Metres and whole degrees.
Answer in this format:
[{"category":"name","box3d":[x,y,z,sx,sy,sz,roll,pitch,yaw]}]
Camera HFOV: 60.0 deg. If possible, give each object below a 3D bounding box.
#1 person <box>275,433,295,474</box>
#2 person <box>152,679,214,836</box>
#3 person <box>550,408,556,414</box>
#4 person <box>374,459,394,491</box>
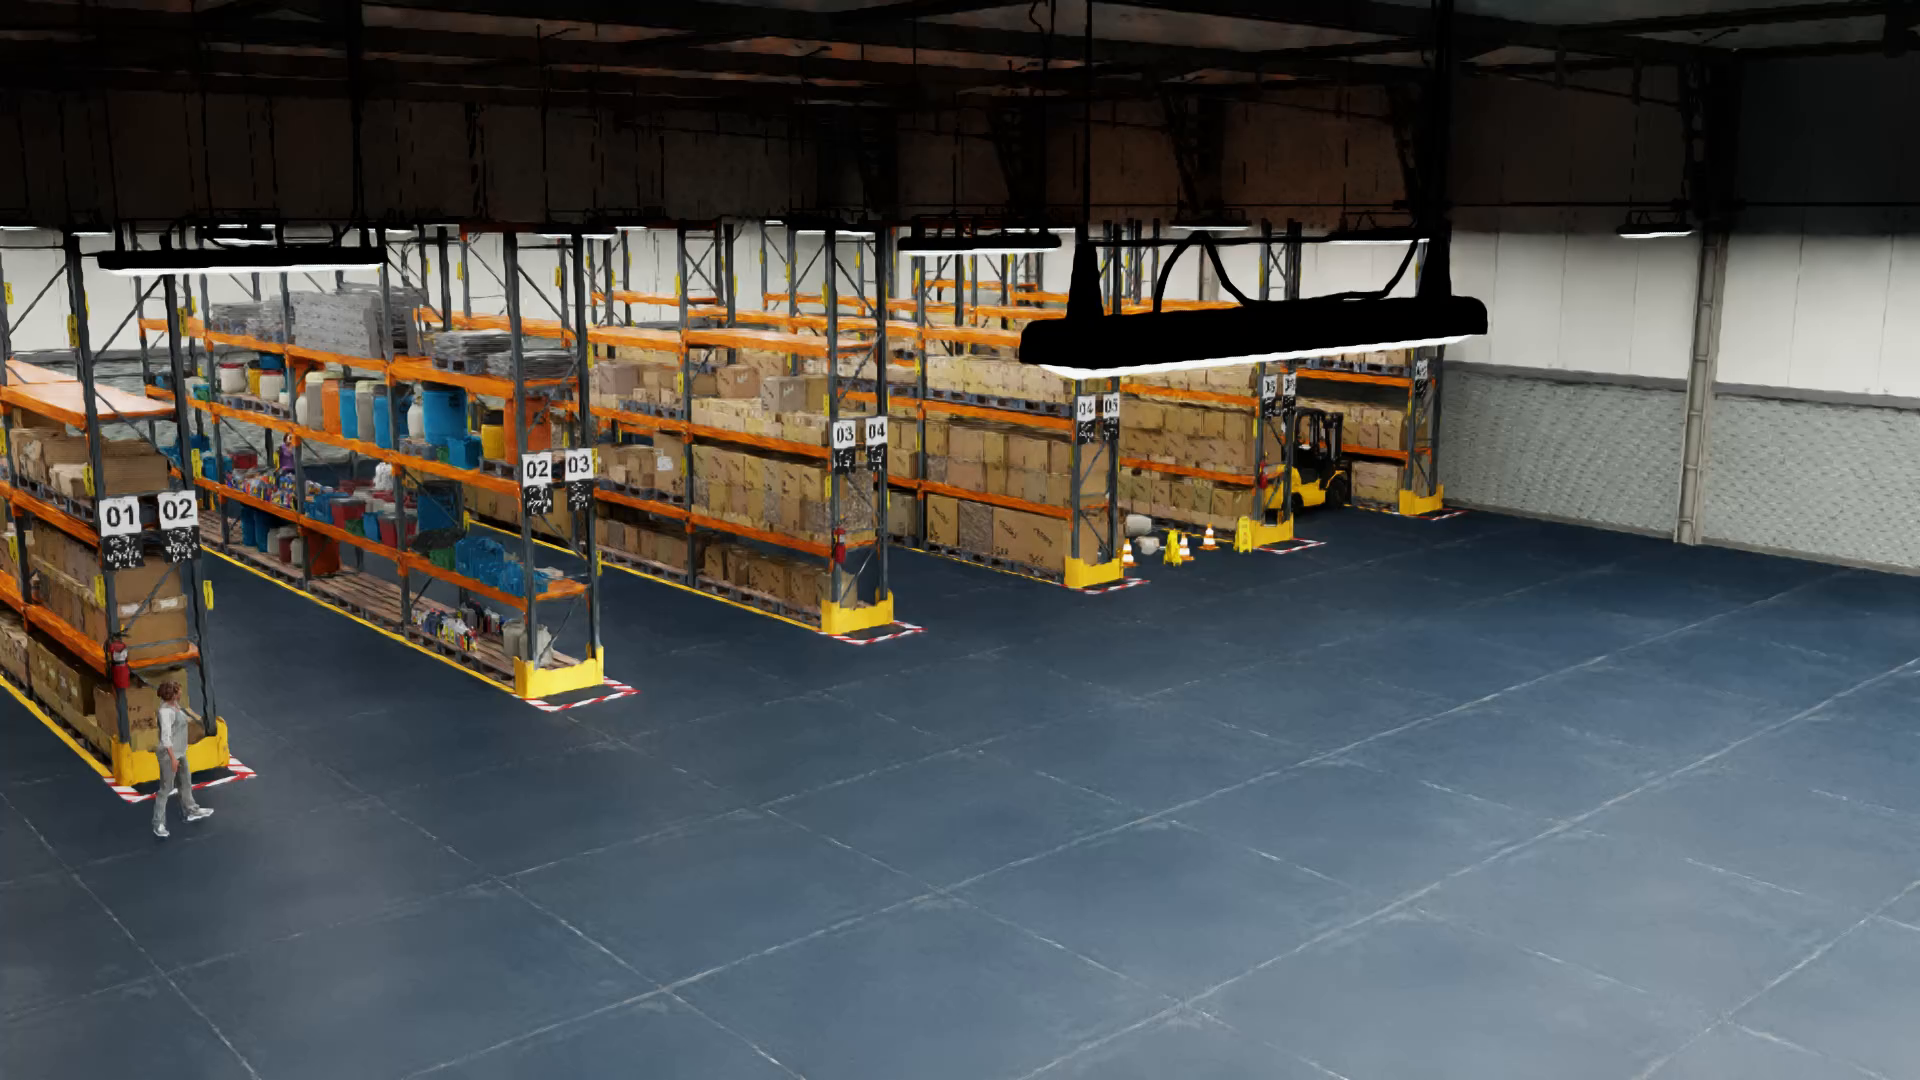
[{"category":"person","box3d":[-14.423,-1.542,35.642,0.566,1.541,0.519,-11,16,-43]},{"category":"person","box3d":[-8.028,2.177,17.003,0.495,1.592,0.618,-2,12,-11]},{"category":"person","box3d":[-9.687,-2.345,39.386,0.636,1.621,0.814,-8,14,-35]},{"category":"person","box3d":[-11.256,-1.000,32.705,0.495,1.589,1.067,-9,15,-38]}]
